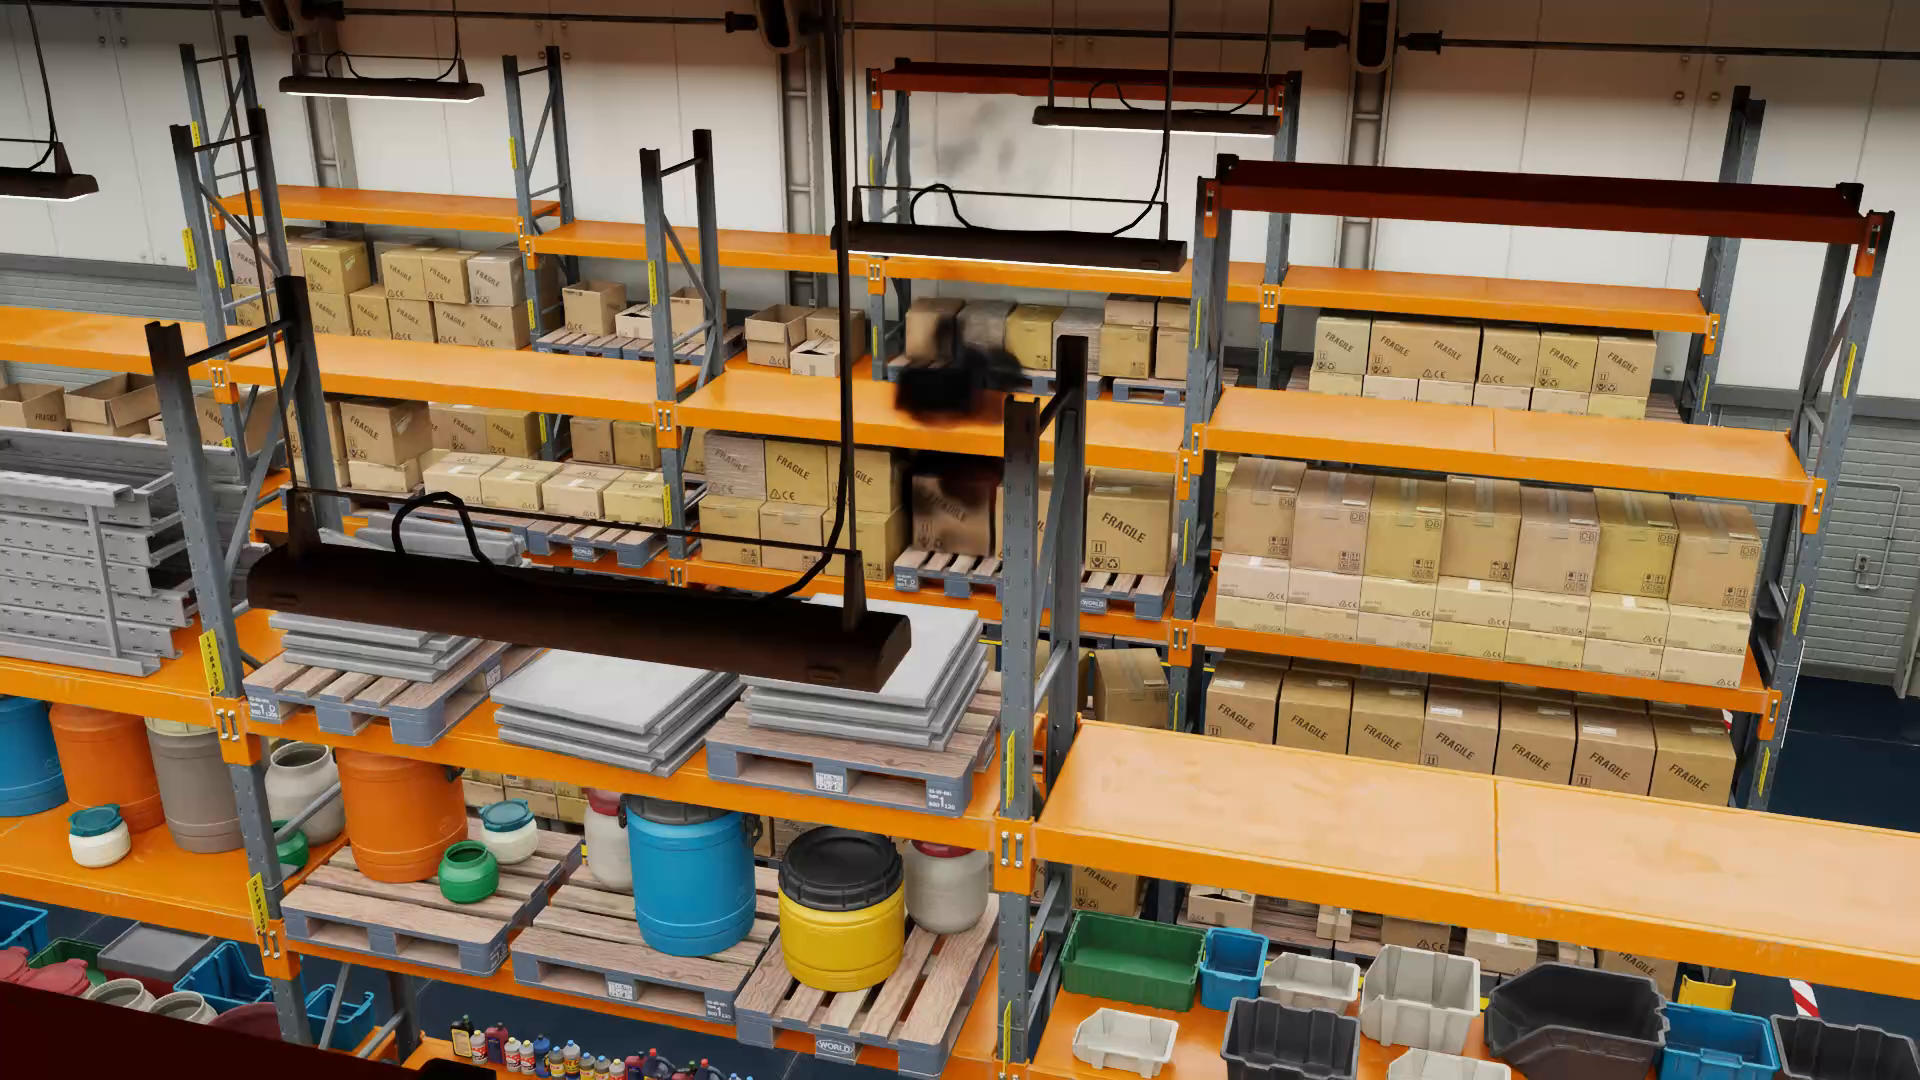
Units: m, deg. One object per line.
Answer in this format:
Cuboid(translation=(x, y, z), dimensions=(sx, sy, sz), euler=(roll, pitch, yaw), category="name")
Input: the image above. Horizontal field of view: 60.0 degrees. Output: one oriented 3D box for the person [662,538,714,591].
Cuboid(translation=(-2.703, 0.737, 16.804), dimensions=(0.698, 1.761, 0.641), euler=(3, 23, 7), category="person")
